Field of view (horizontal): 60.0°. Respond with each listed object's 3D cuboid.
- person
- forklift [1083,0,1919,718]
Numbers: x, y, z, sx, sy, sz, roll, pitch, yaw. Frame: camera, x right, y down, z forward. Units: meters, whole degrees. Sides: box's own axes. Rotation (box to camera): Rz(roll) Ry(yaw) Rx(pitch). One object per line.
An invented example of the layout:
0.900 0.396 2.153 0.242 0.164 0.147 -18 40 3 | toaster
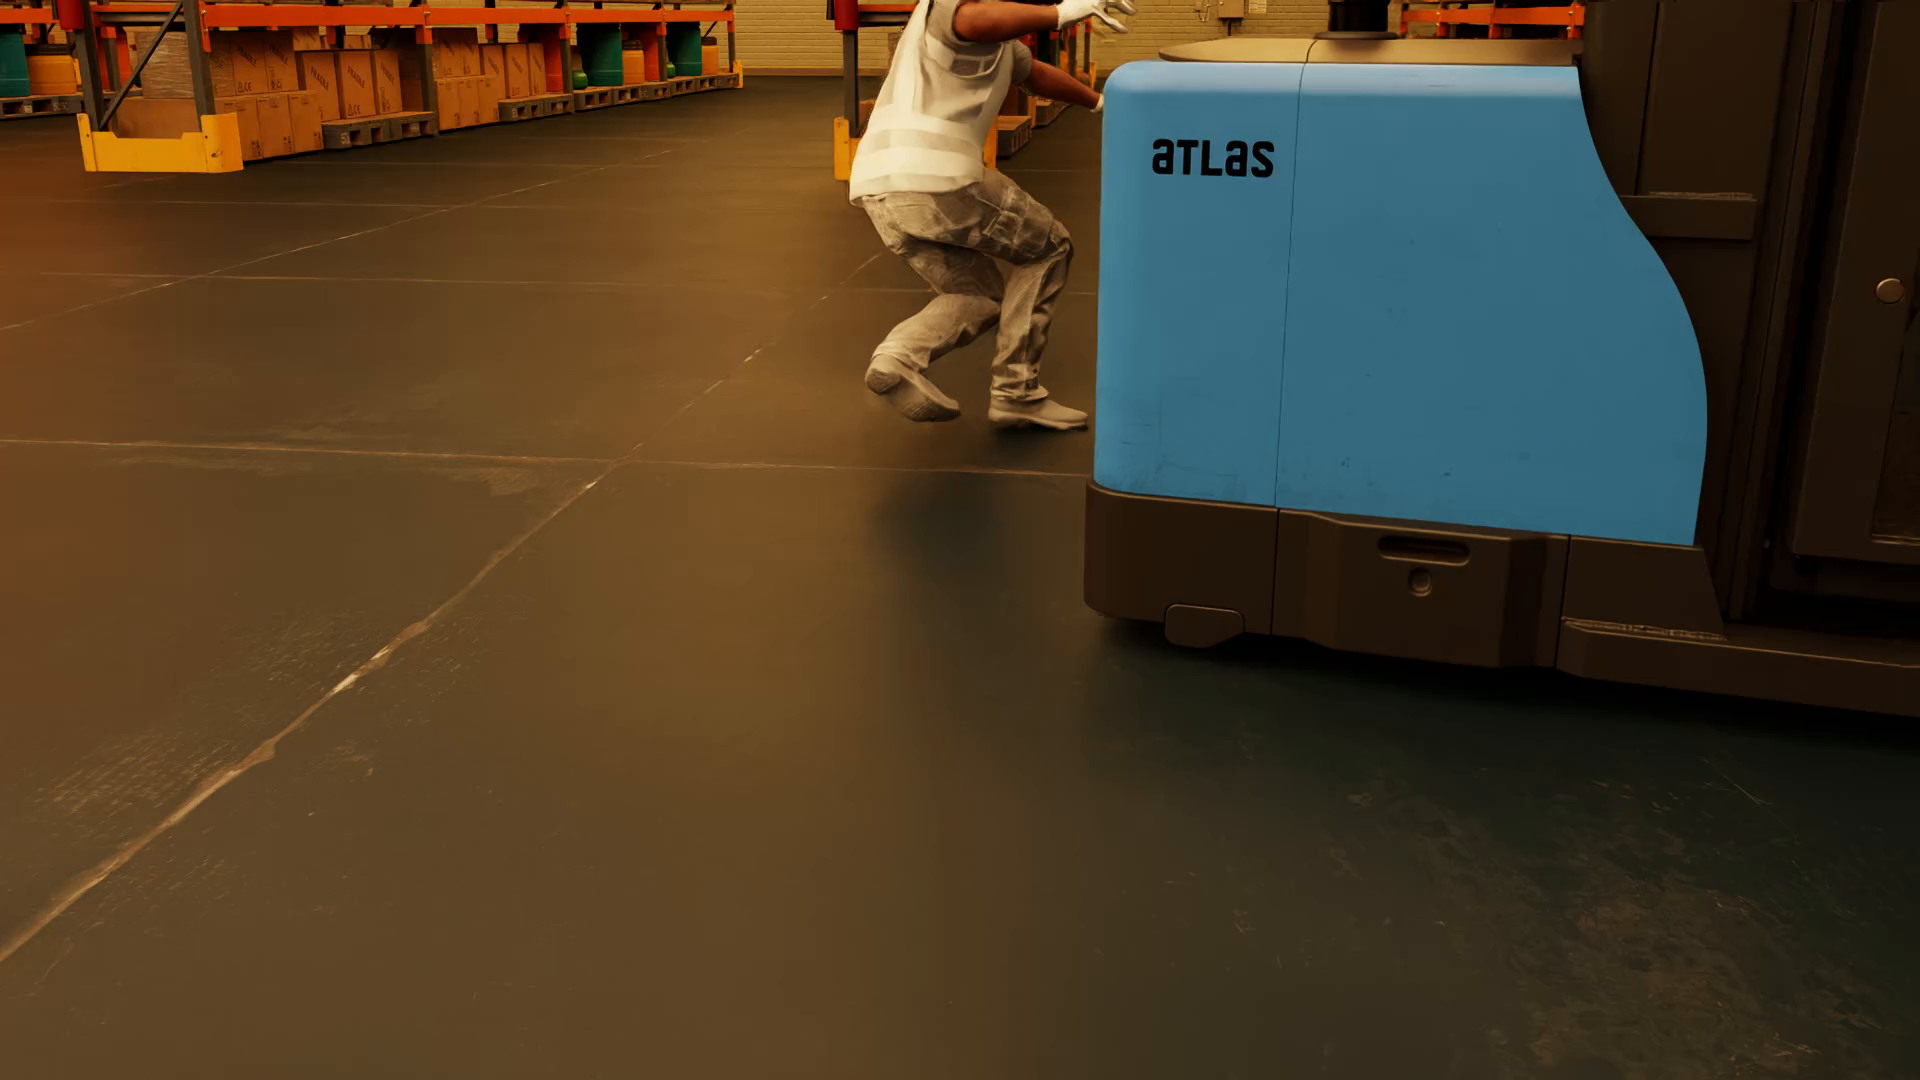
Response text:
0.239 -1.035 4.653 1.112 1.489 0.841 -9 20 -27 | person
1.813 -1.189 2.724 3.031 2.935 1.130 6 18 18 | forklift
